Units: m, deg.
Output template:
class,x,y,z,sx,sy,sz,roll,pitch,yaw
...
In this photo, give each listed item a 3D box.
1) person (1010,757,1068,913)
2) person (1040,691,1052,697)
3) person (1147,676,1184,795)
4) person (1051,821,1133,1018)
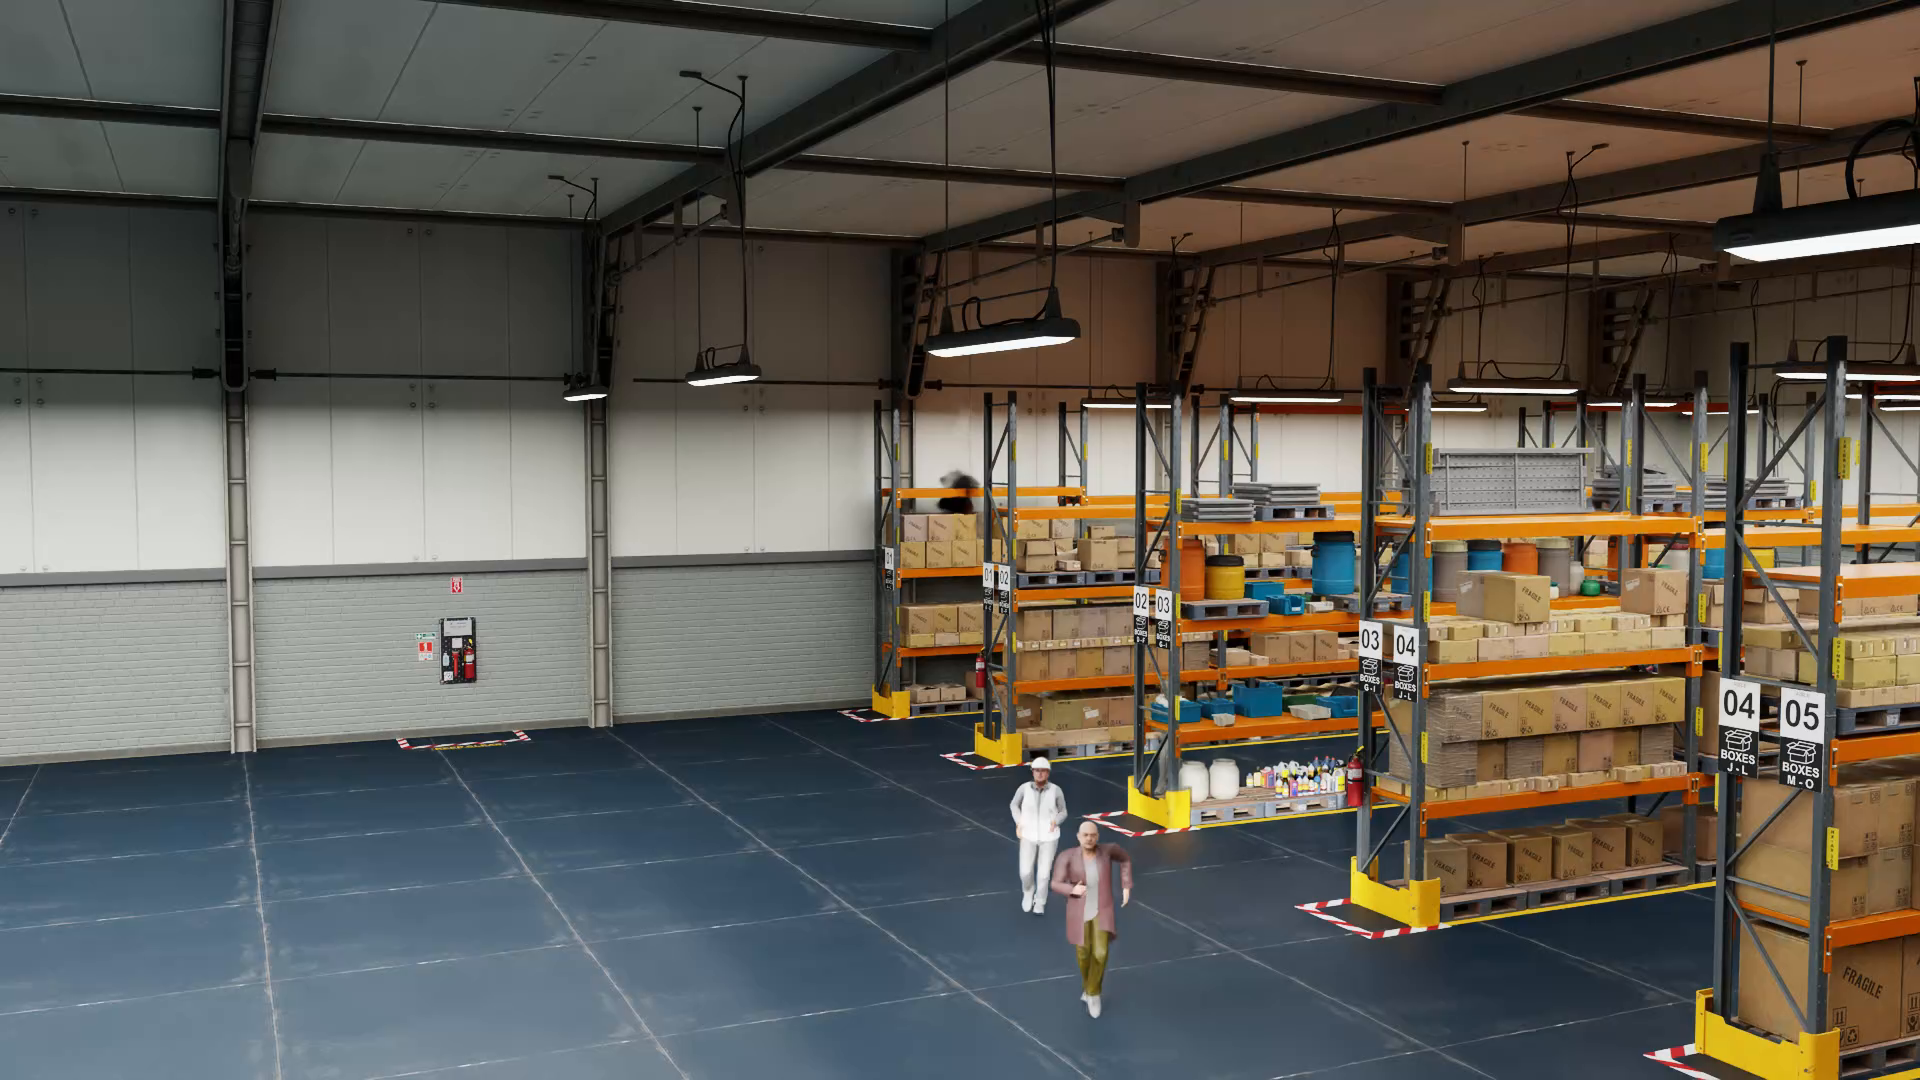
class,x,y,z,sx,sy,sz,roll,pitch,yaw
person,0.852,3.231,18.099,0.634,1.730,0.624,0,3,5
person,1.531,2.335,29.113,0.593,1.781,0.686,-2,4,-32
person,3.092,2.882,24.728,0.734,1.739,0.596,-2,4,-34
person,1.197,3.403,15.035,0.752,1.772,0.886,0,3,3
